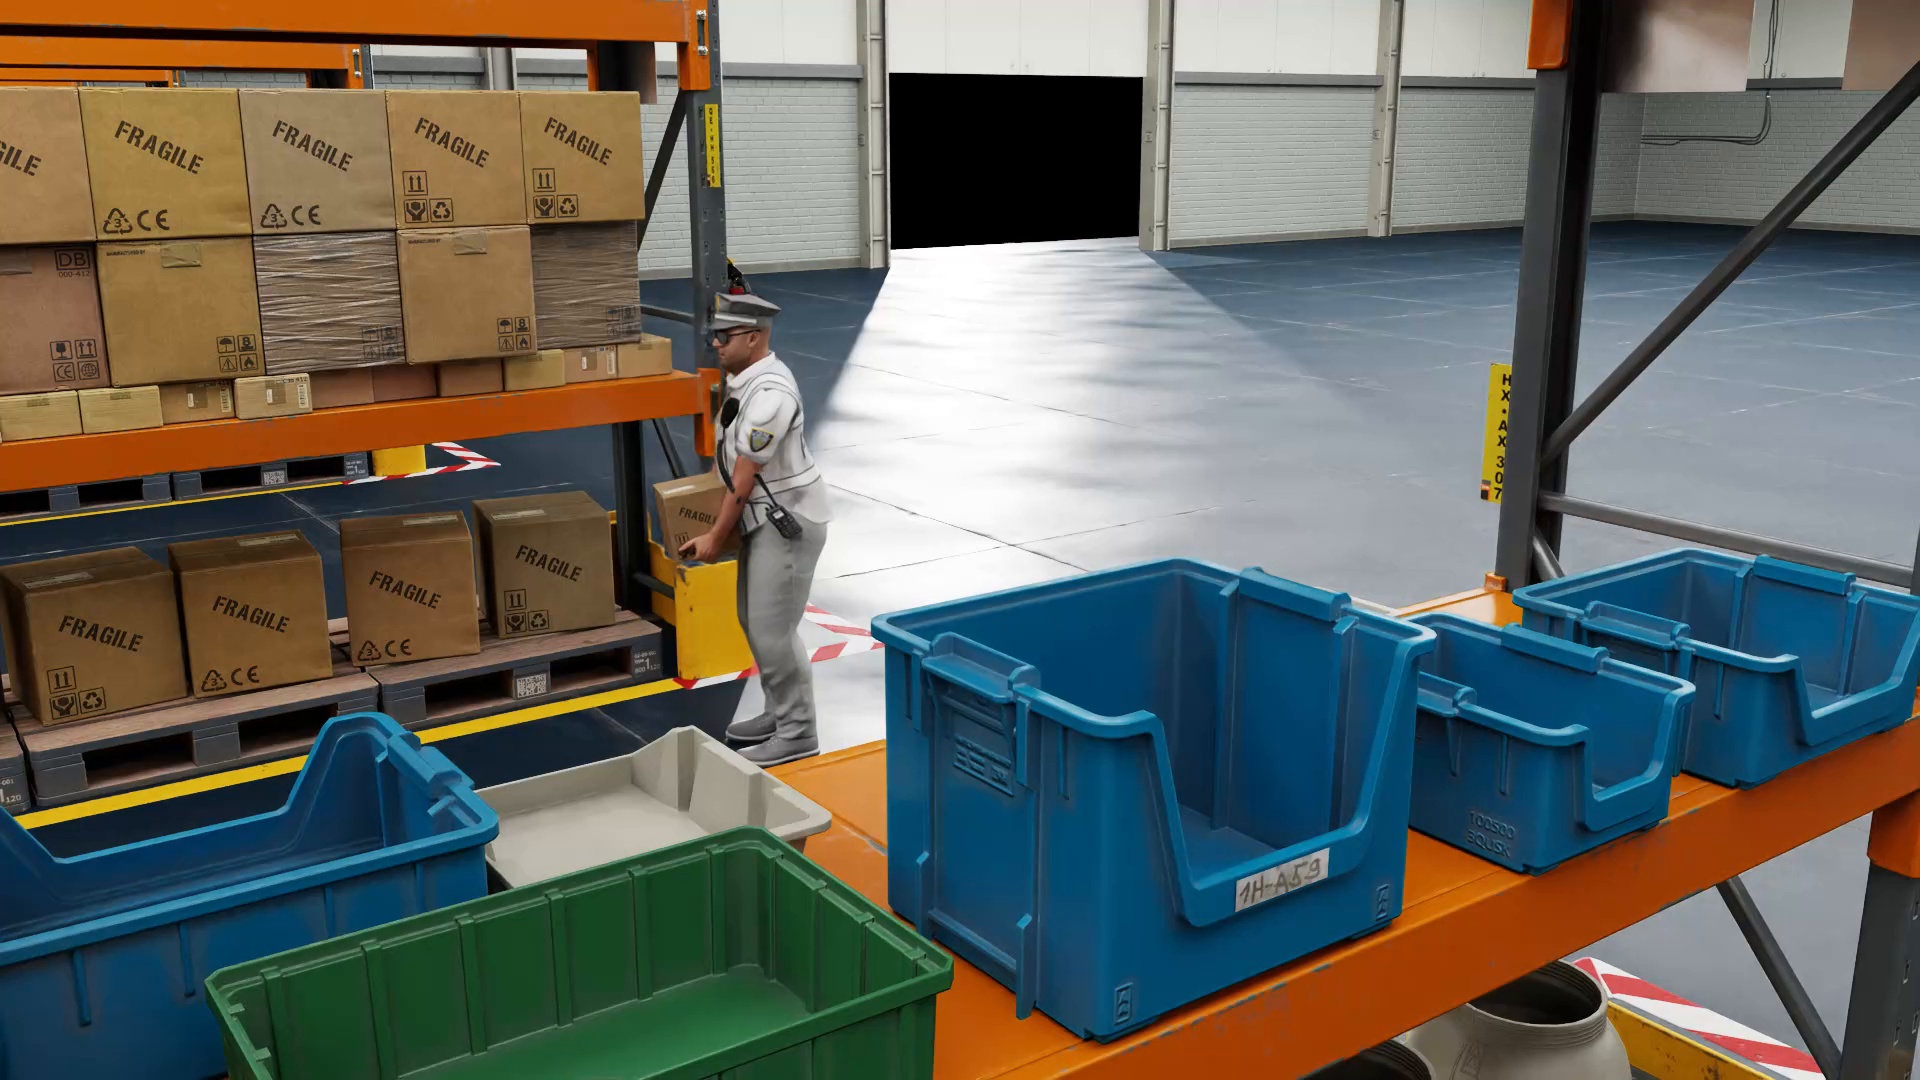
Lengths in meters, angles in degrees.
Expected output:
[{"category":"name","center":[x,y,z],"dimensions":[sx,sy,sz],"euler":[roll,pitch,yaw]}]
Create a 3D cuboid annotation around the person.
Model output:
[{"category":"person","center":[-0.770,-0.040,6.164],"dimensions":[0.593,1.754,0.485],"euler":[-4,15,-16]}]
